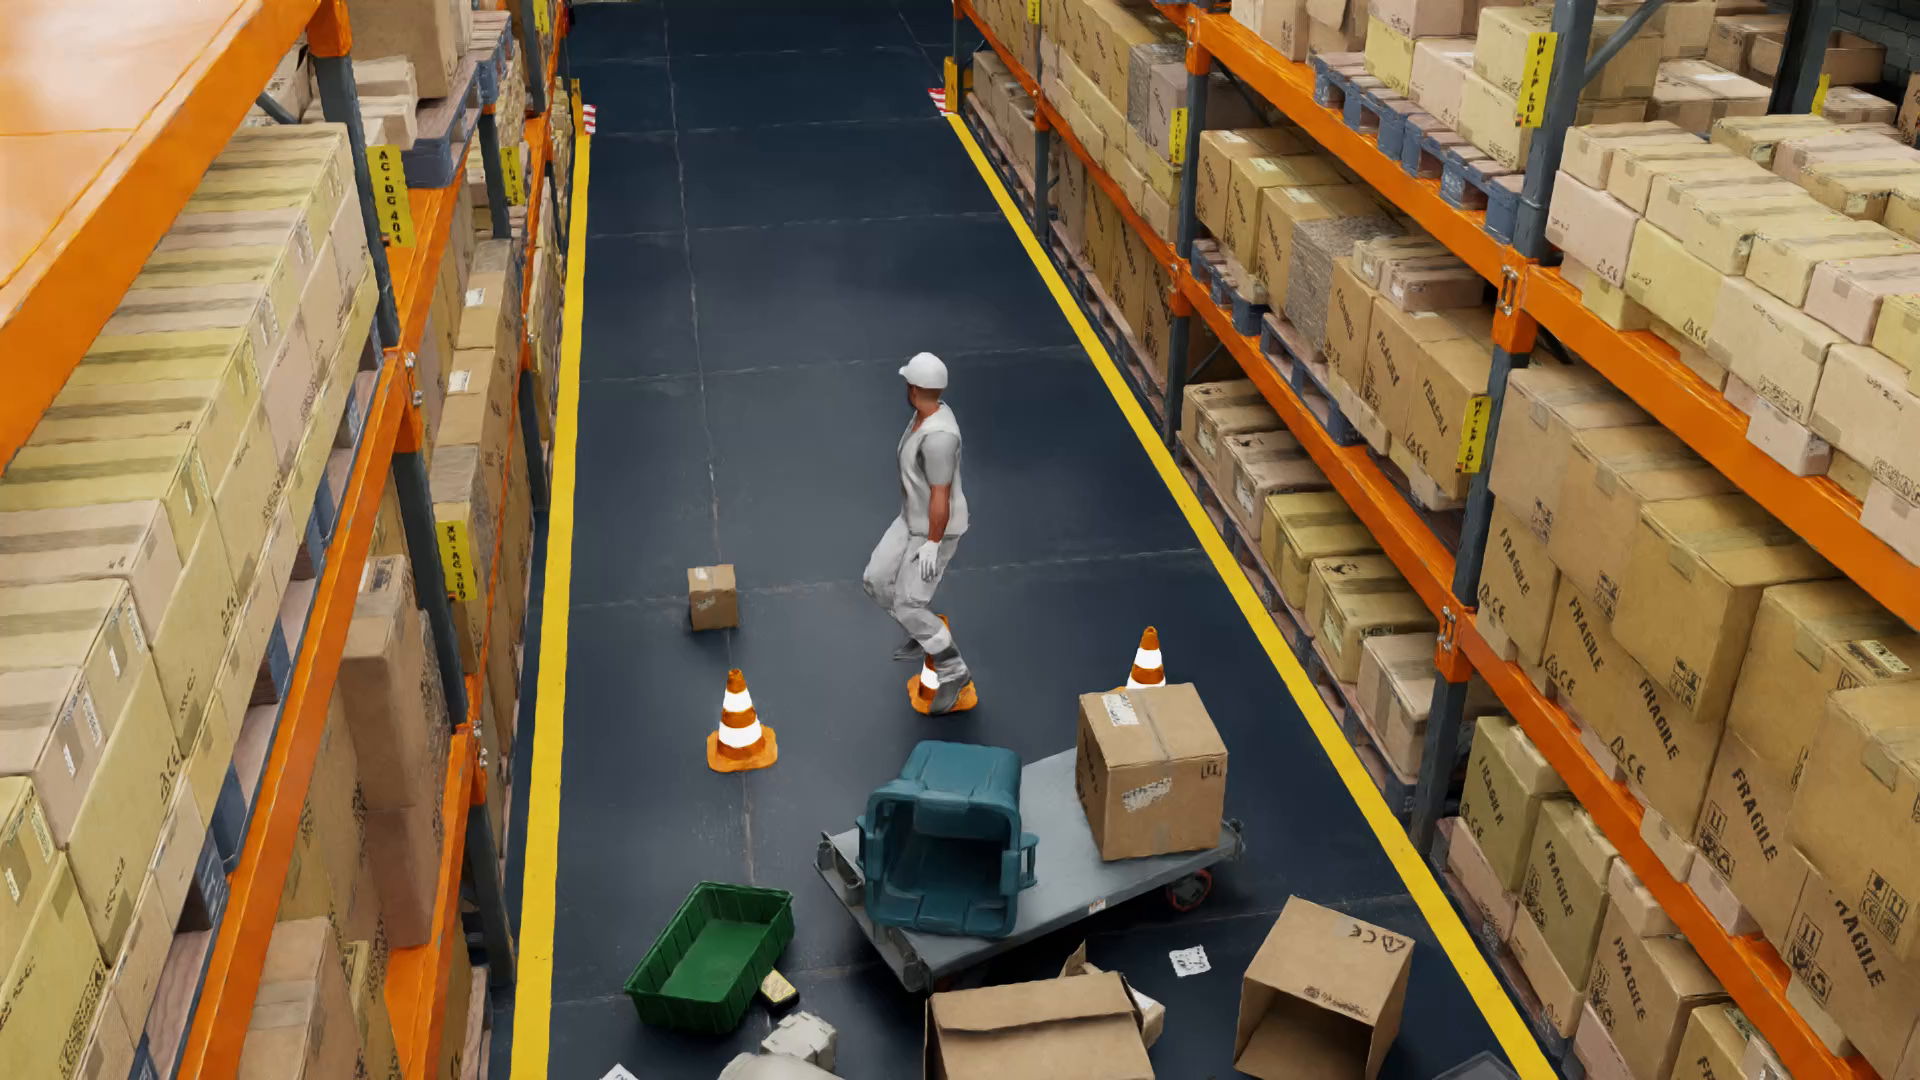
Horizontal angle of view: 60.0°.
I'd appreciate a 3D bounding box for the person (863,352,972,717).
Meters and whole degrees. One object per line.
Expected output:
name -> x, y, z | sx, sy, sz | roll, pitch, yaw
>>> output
person -> -0.227, -0.032, 8.152 | 0.533, 1.772, 0.677 | -7, 31, -12
